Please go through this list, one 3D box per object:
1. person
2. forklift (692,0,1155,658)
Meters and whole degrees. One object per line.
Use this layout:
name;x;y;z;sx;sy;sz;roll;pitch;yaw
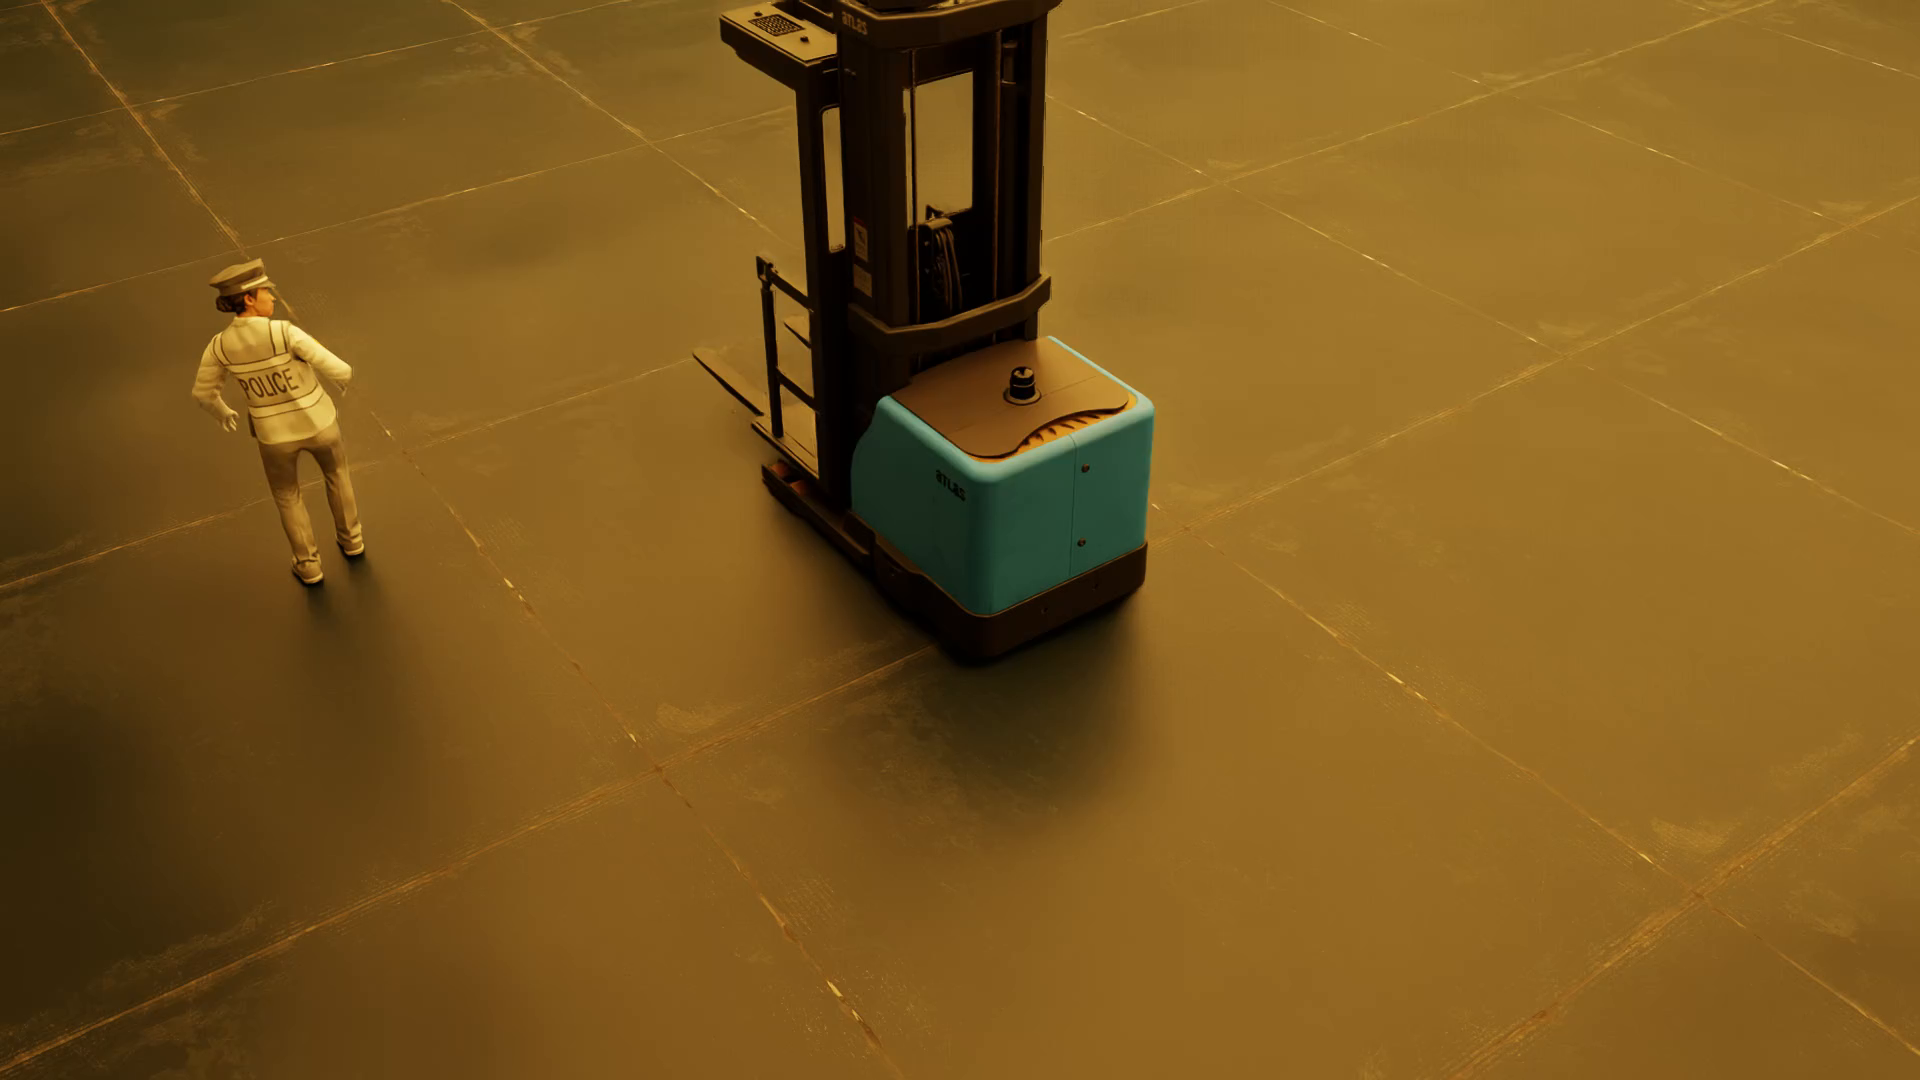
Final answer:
person;-3.164;-0.548;7.801;0.712;1.632;0.481;-10;38;-13
forklift;-0.378;-1.472;7.935;1.130;2.935;3.031;-23;42;-28
